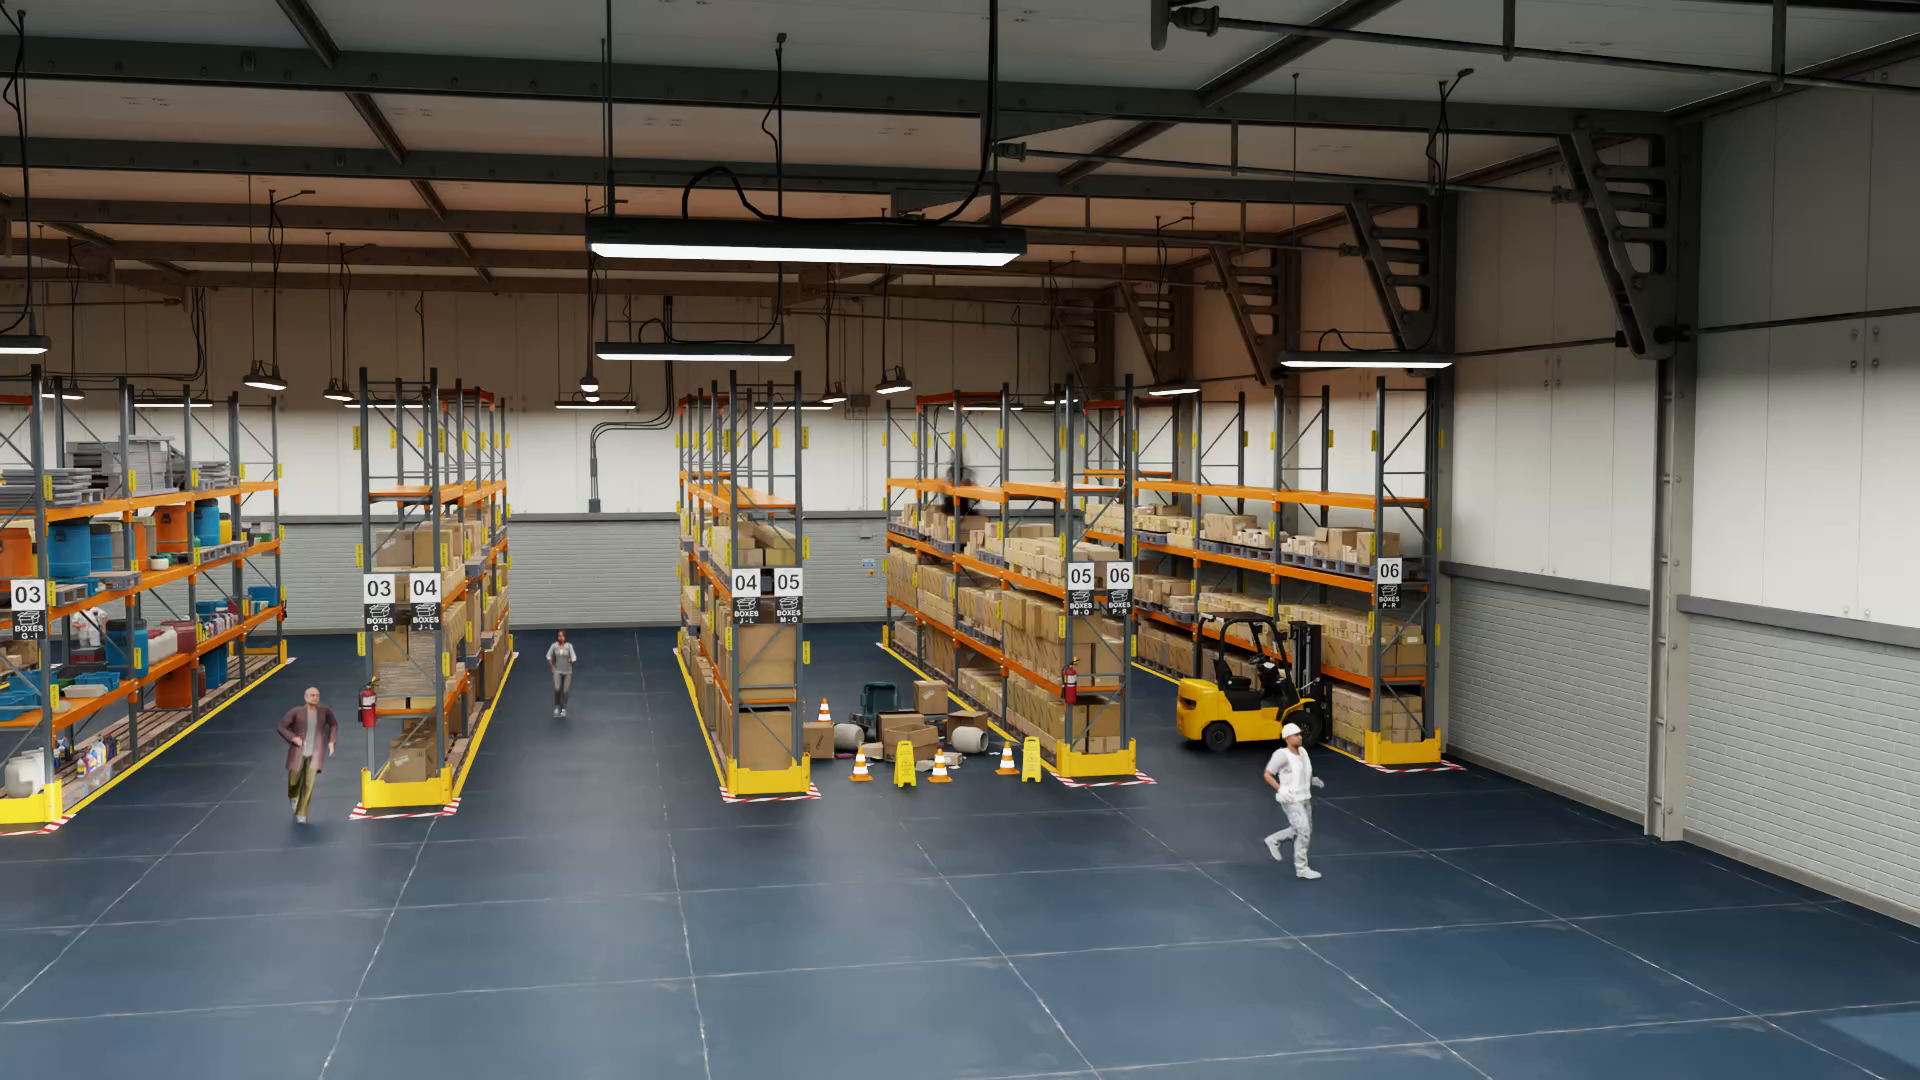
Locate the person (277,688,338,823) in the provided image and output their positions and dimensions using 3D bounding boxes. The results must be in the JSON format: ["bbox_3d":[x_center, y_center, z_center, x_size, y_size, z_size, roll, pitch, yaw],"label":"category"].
[{"bbox_3d":[-8.618,2.829,22.018,0.772,1.732,0.905,-2,4,-25],"label":"person"}]

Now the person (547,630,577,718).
[{"bbox_3d":[-7.183,2.465,30.003,0.528,1.496,0.637,-1,4,-14],"label":"person"}]

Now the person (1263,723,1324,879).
[{"bbox_3d":[3.823,2.988,19.170,0.818,1.750,0.696,3,5,44],"label":"person"}]

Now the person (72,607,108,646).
[{"bbox_3d":[-18.304,2.048,34.965,0.646,1.802,0.727,-1,4,-18],"label":"person"}]
